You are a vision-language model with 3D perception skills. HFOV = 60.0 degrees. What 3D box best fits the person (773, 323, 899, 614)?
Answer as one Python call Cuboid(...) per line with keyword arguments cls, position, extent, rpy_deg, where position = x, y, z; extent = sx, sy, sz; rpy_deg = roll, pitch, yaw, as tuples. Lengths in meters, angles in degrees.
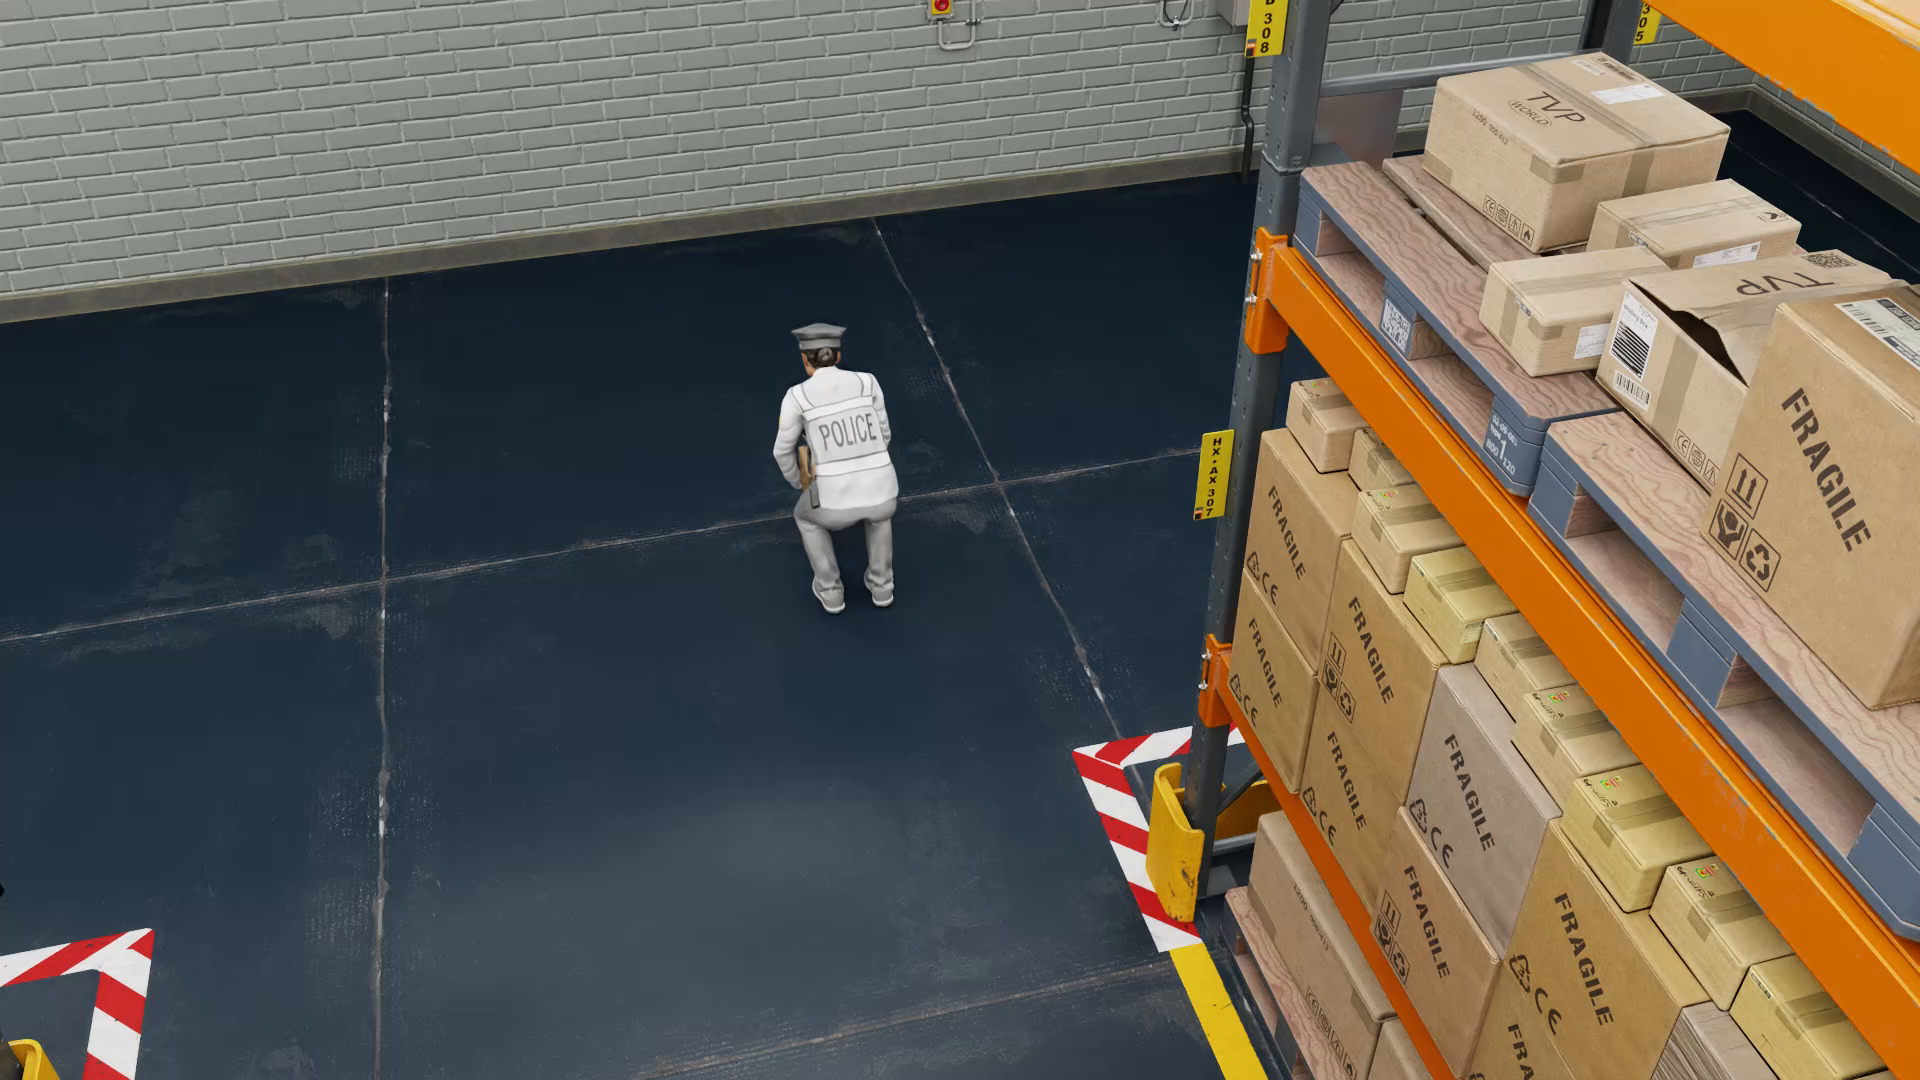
Cuboid(cls="person", position=(-0.545, -0.292, 7.391), extent=(0.534, 1.286, 0.749), rpy_deg=(-9, 39, -12))
